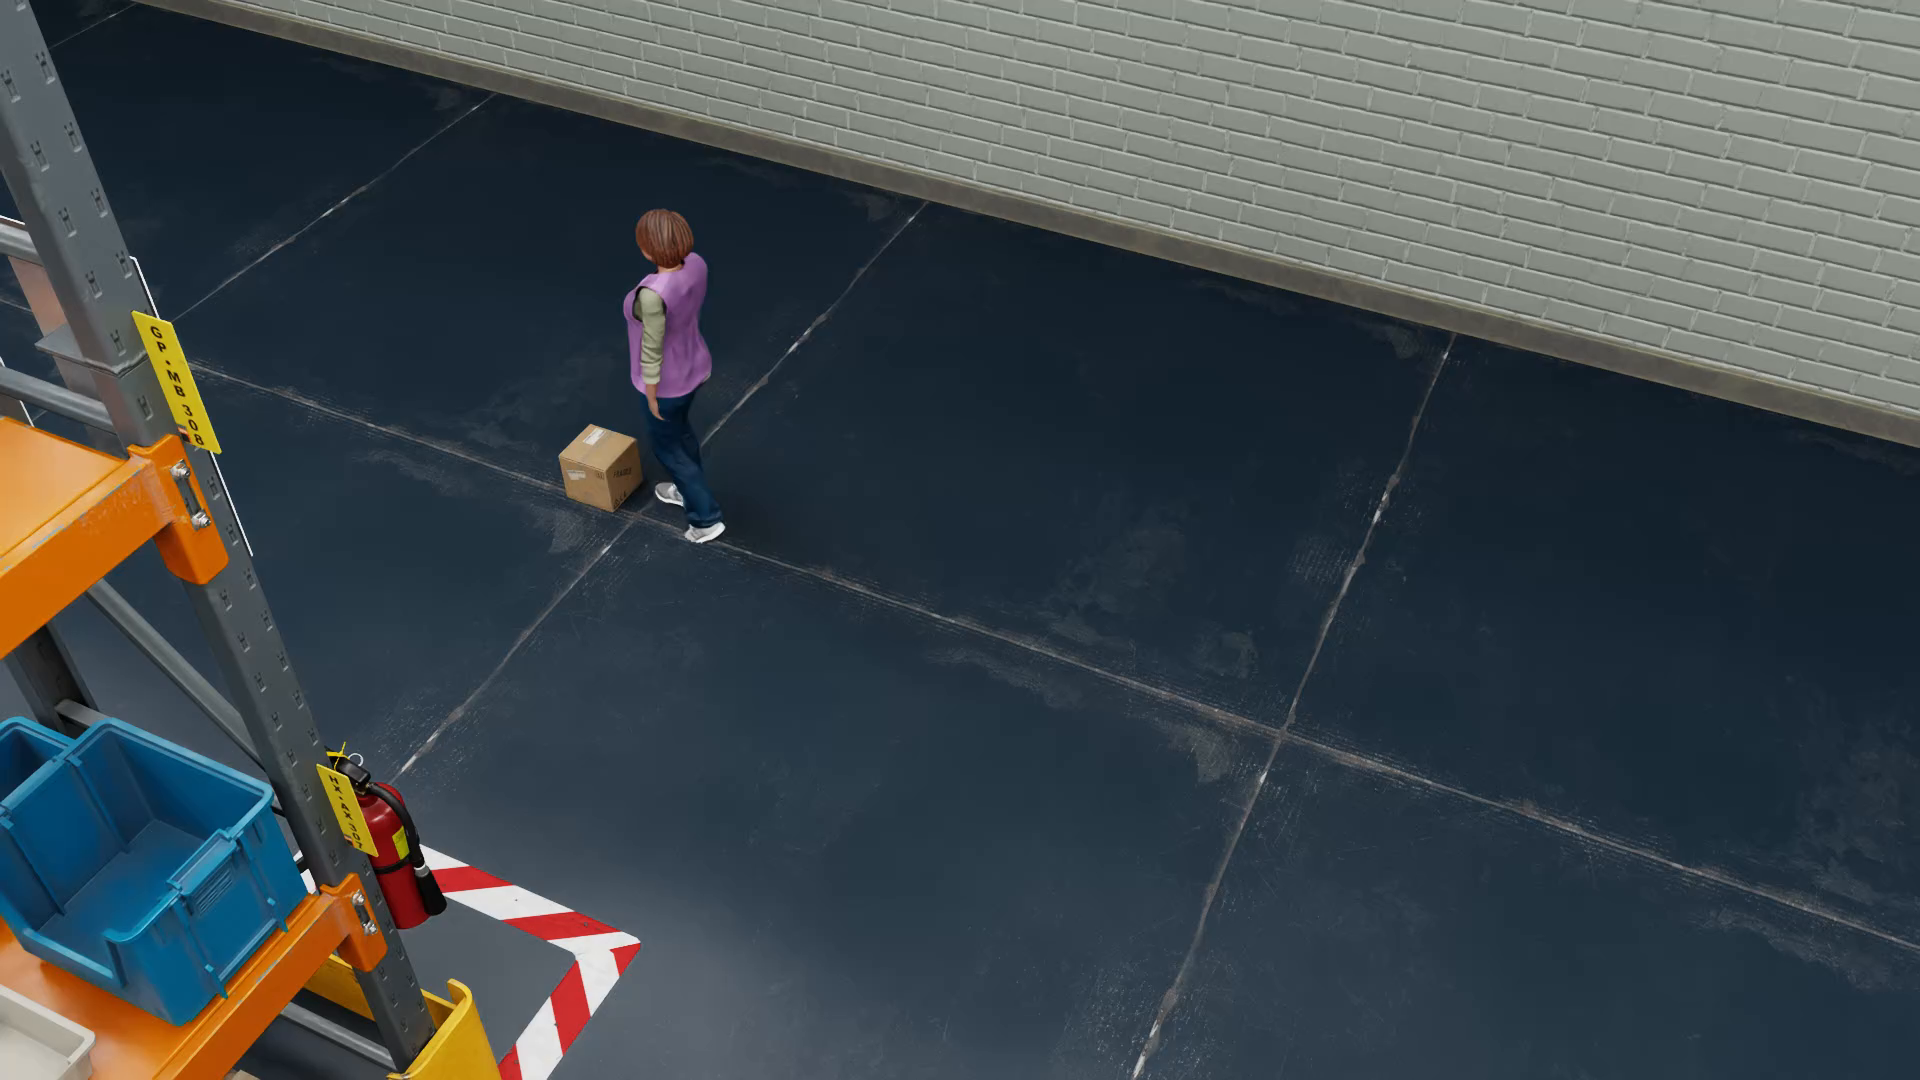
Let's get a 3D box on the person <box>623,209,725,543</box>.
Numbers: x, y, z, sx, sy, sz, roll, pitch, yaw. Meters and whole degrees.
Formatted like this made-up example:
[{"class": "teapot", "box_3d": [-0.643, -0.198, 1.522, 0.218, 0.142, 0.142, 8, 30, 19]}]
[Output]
[{"class": "person", "box_3d": [-1.214, -0.654, 6.940, 0.459, 1.663, 0.419, 18, 46, 19]}]
